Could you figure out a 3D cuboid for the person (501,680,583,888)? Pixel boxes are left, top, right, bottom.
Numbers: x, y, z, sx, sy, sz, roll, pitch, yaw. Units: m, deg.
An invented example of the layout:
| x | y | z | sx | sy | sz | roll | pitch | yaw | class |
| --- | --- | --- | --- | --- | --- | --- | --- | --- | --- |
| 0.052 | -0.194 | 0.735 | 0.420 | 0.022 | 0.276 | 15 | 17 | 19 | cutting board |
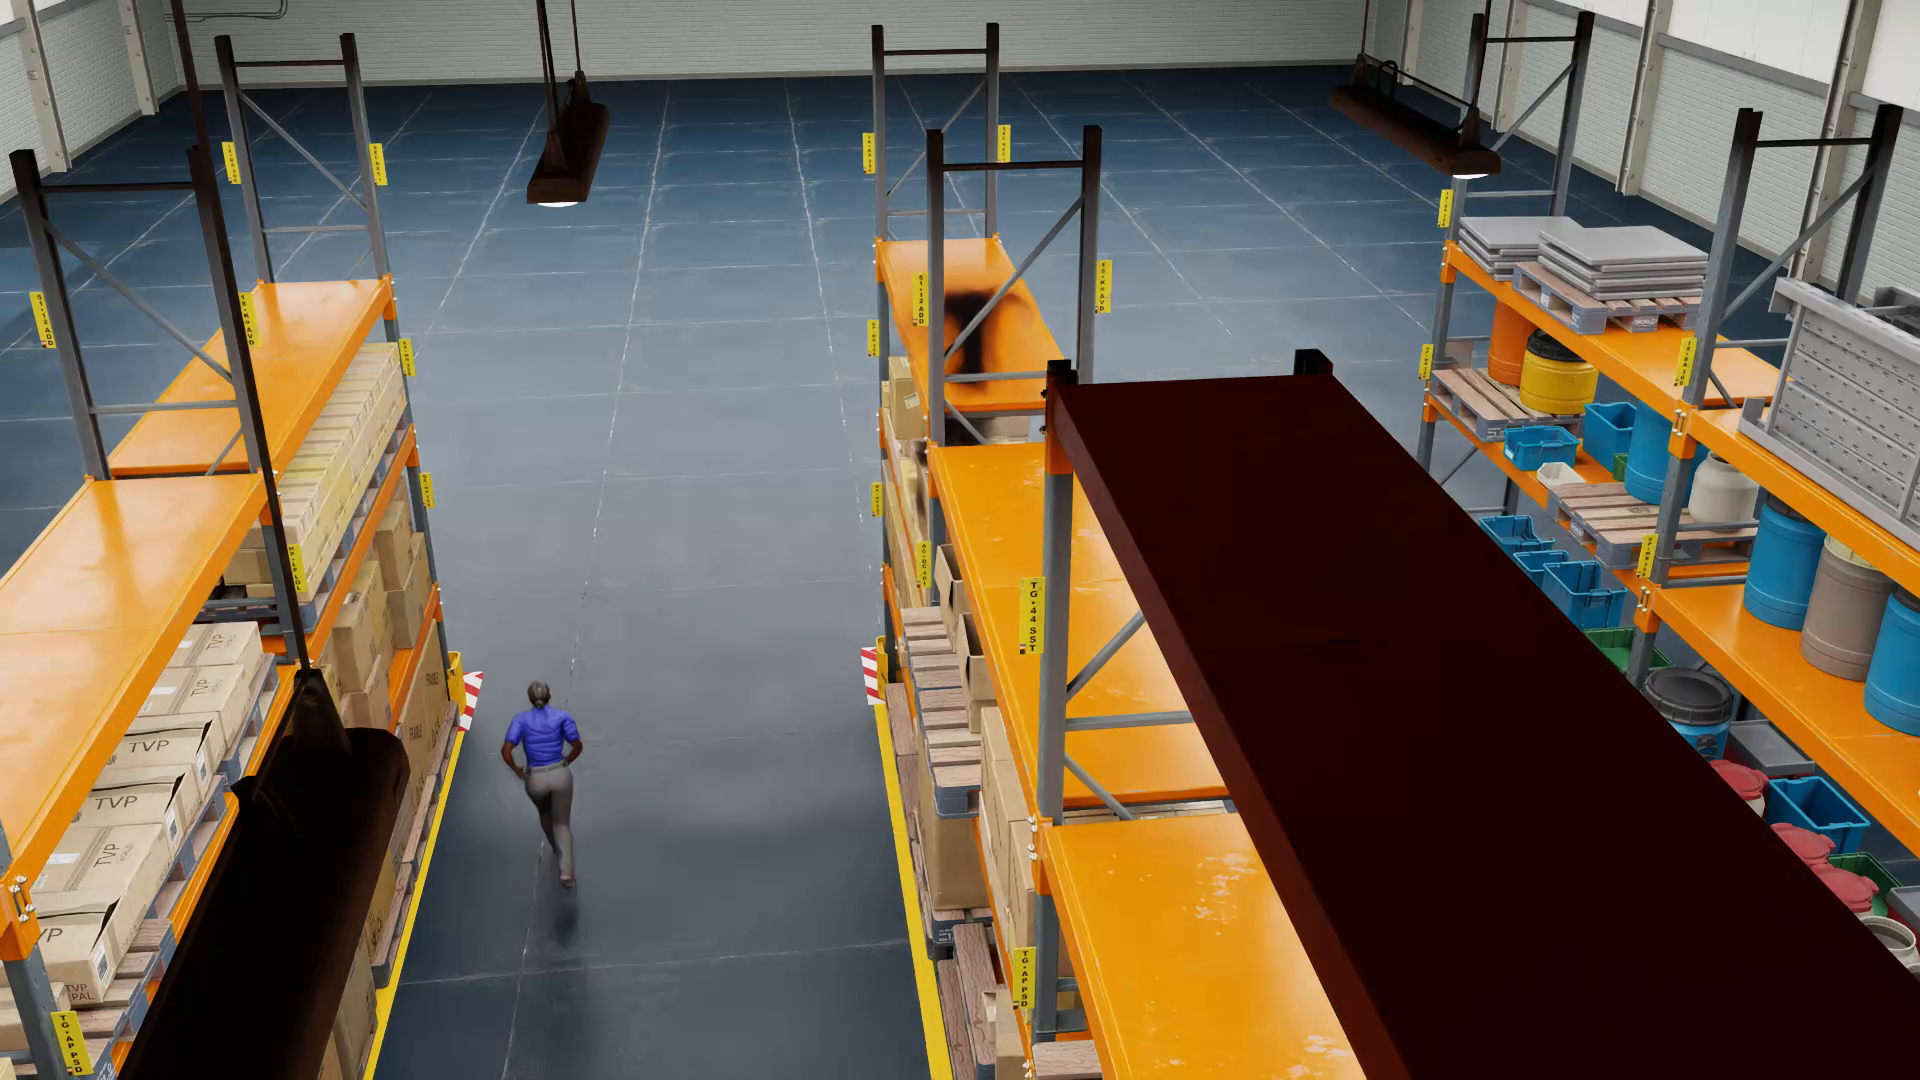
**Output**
| x | y | z | sx | sy | sz | roll | pitch | yaw | class |
| --- | --- | --- | --- | --- | --- | --- | --- | --- | --- |
| -3.128 | 1.937 | 12.655 | 0.601 | 1.622 | 0.959 | -9 | 27 | -18 | person |
